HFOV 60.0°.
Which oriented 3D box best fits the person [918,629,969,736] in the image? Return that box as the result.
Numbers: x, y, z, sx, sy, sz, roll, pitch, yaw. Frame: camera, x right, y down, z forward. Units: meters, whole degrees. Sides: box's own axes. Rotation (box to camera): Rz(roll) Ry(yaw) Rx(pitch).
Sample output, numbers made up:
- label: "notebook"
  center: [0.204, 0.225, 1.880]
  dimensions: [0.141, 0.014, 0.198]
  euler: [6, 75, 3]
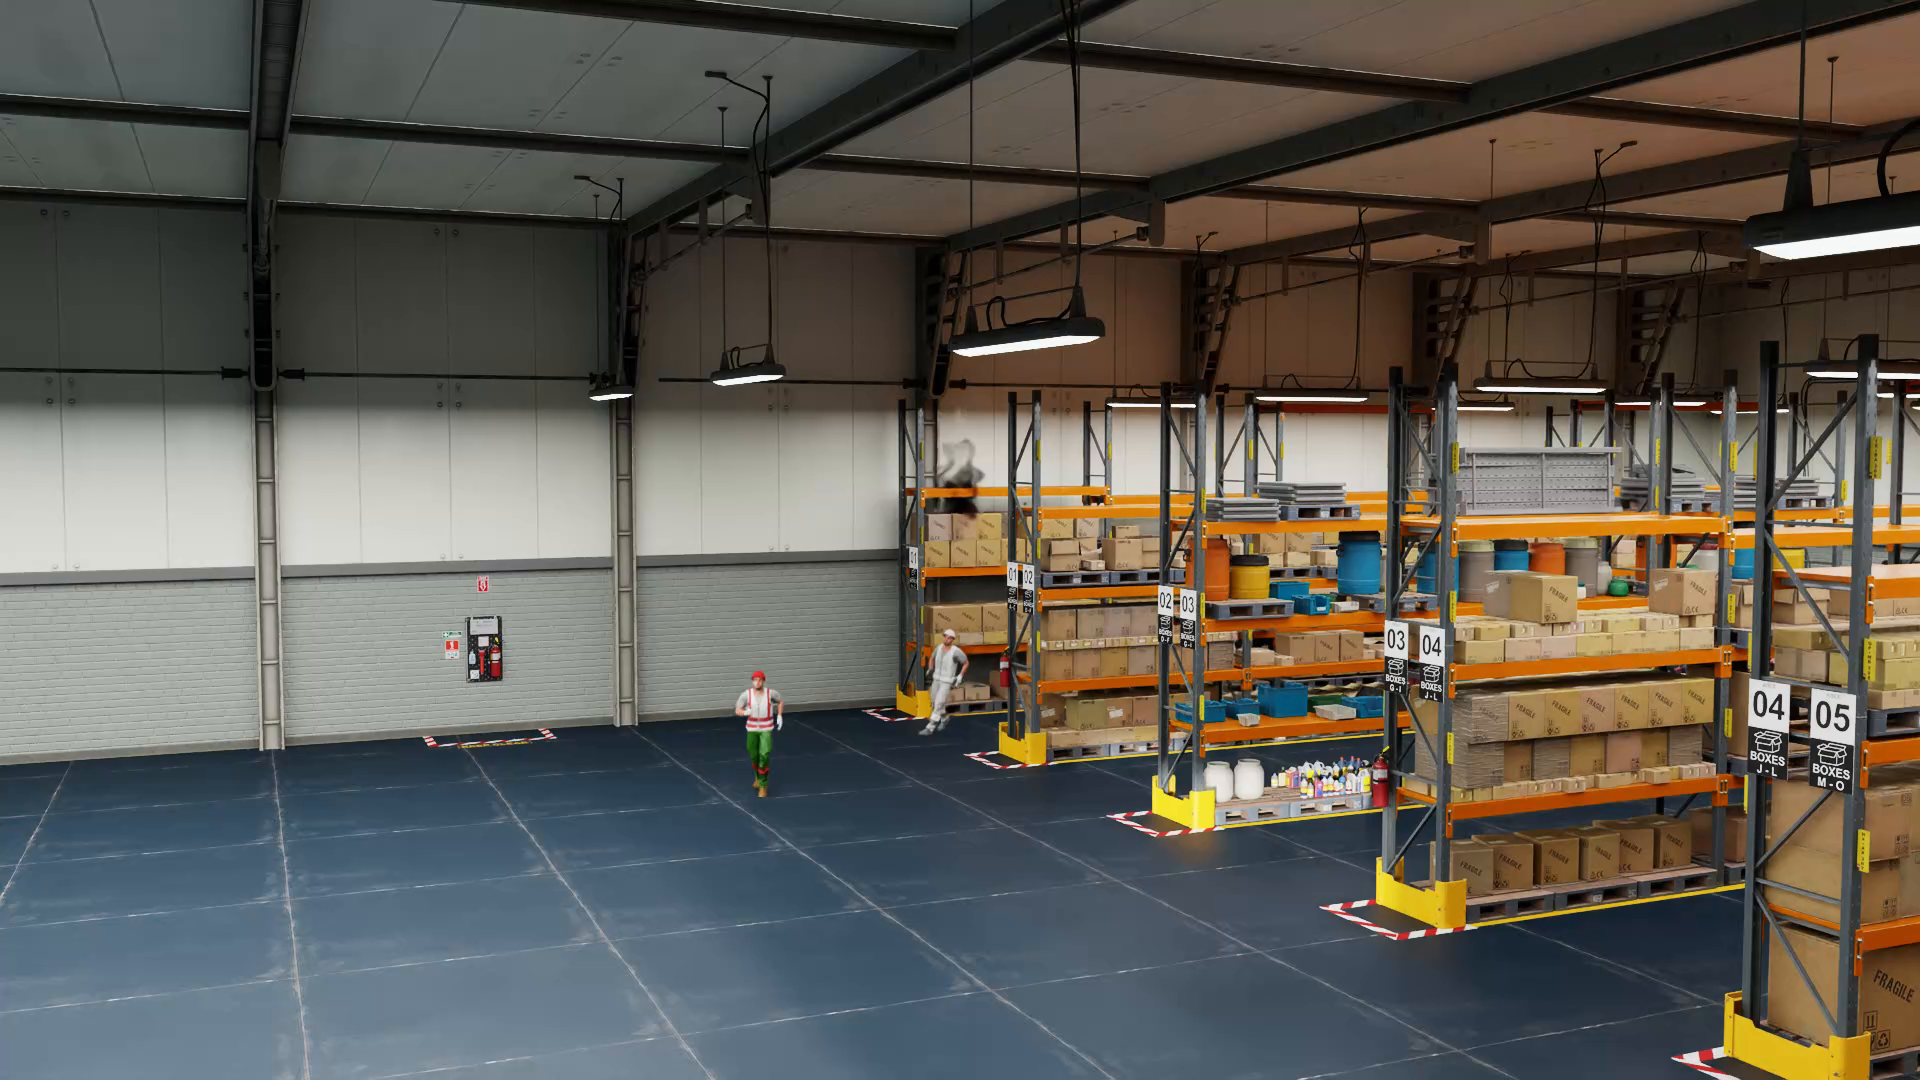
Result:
- label: "person"
  center: [-0.267, 2.373, 27.759]
  dimensions: [0.718, 1.768, 0.863]
  euler: [2, 4, 34]

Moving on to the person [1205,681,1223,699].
- label: "person"
  center: [4.687, 2.501, 31.351]
  dimensions: [0.815, 1.705, 0.601]
  euler: [-2, 4, -27]

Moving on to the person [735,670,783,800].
- label: "person"
  center: [-2.954, 2.826, 24.425]
  dimensions: [0.661, 1.844, 0.836]
  euler: [0, 3, 2]
